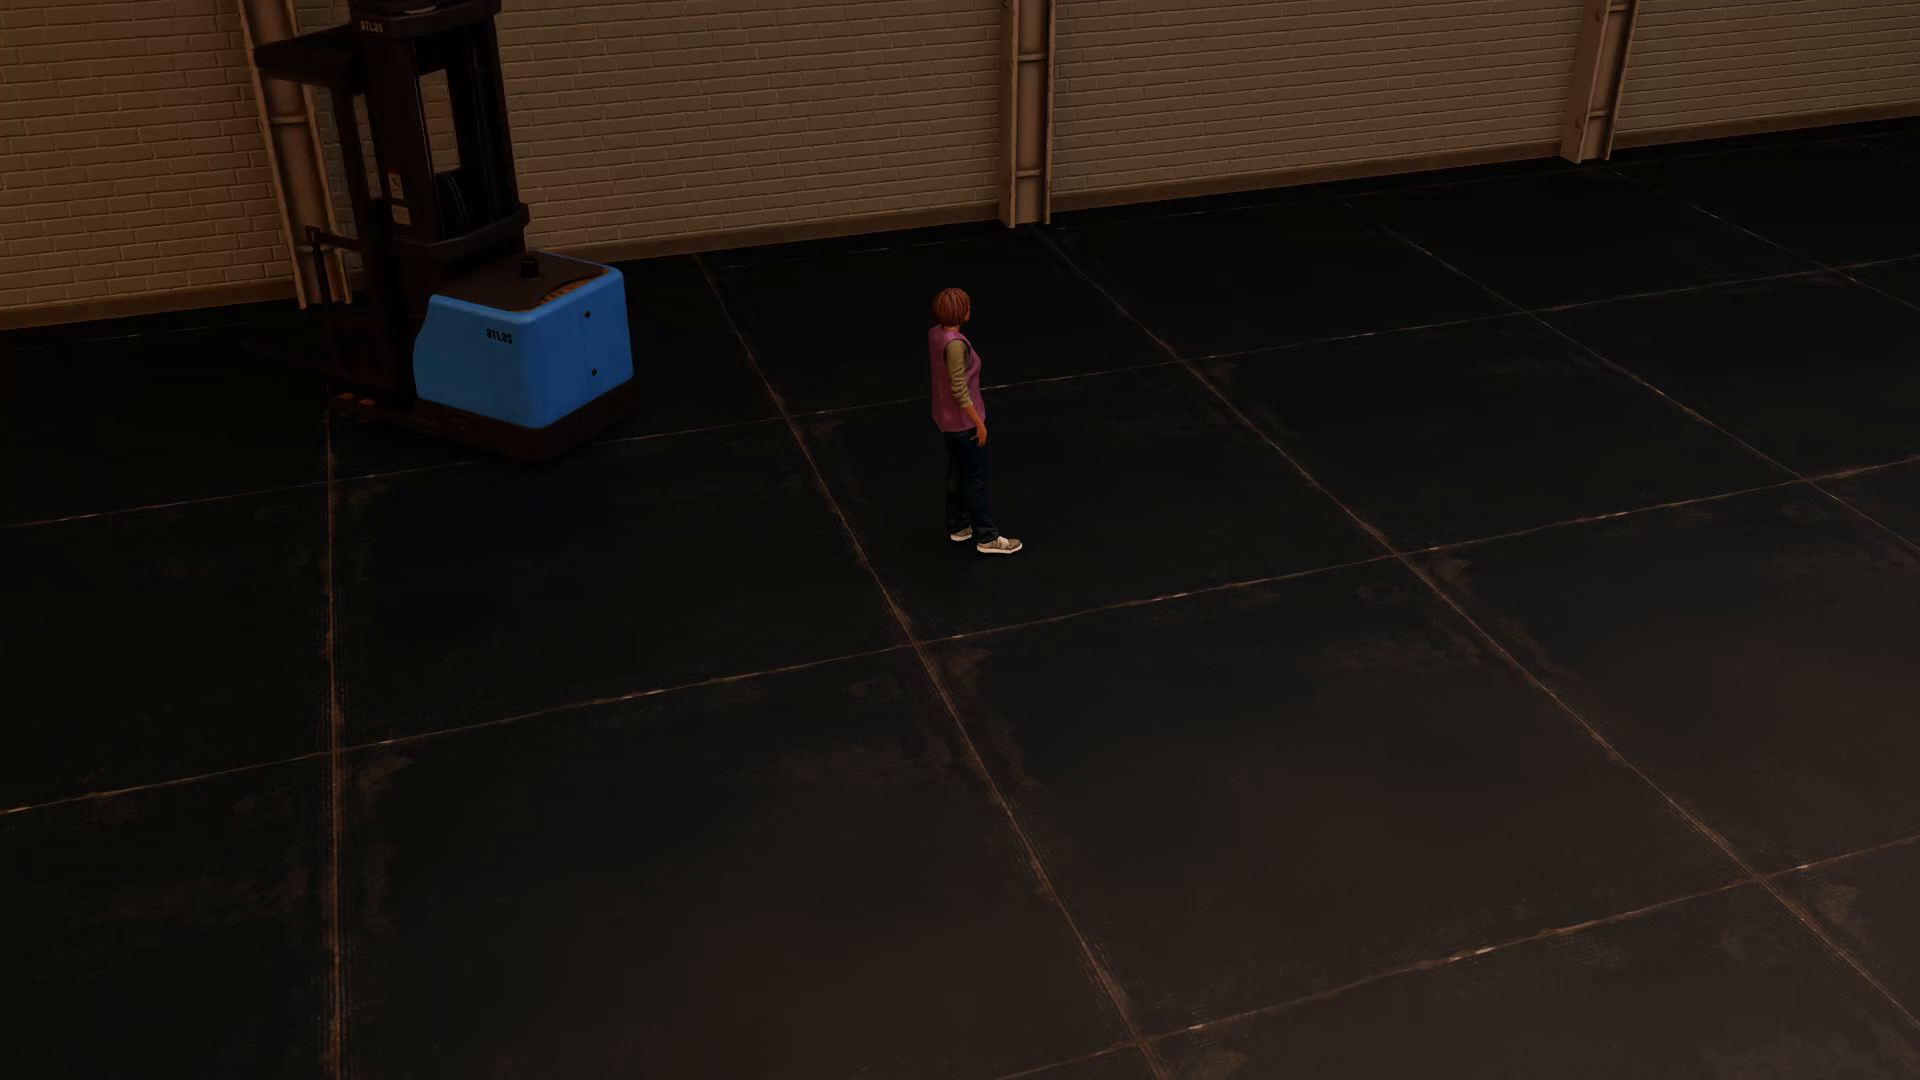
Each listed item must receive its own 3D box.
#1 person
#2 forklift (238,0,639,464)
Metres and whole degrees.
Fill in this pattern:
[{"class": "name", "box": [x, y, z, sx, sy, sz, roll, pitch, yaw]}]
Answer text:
[{"class": "person", "box": [0.075, -0.704, 9.633, 0.473, 1.599, 0.520, -10, 31, -16]}, {"class": "forklift", "box": [-3.753, -2.284, 11.056, 3.031, 2.935, 1.130, 16, 33, 25]}]
